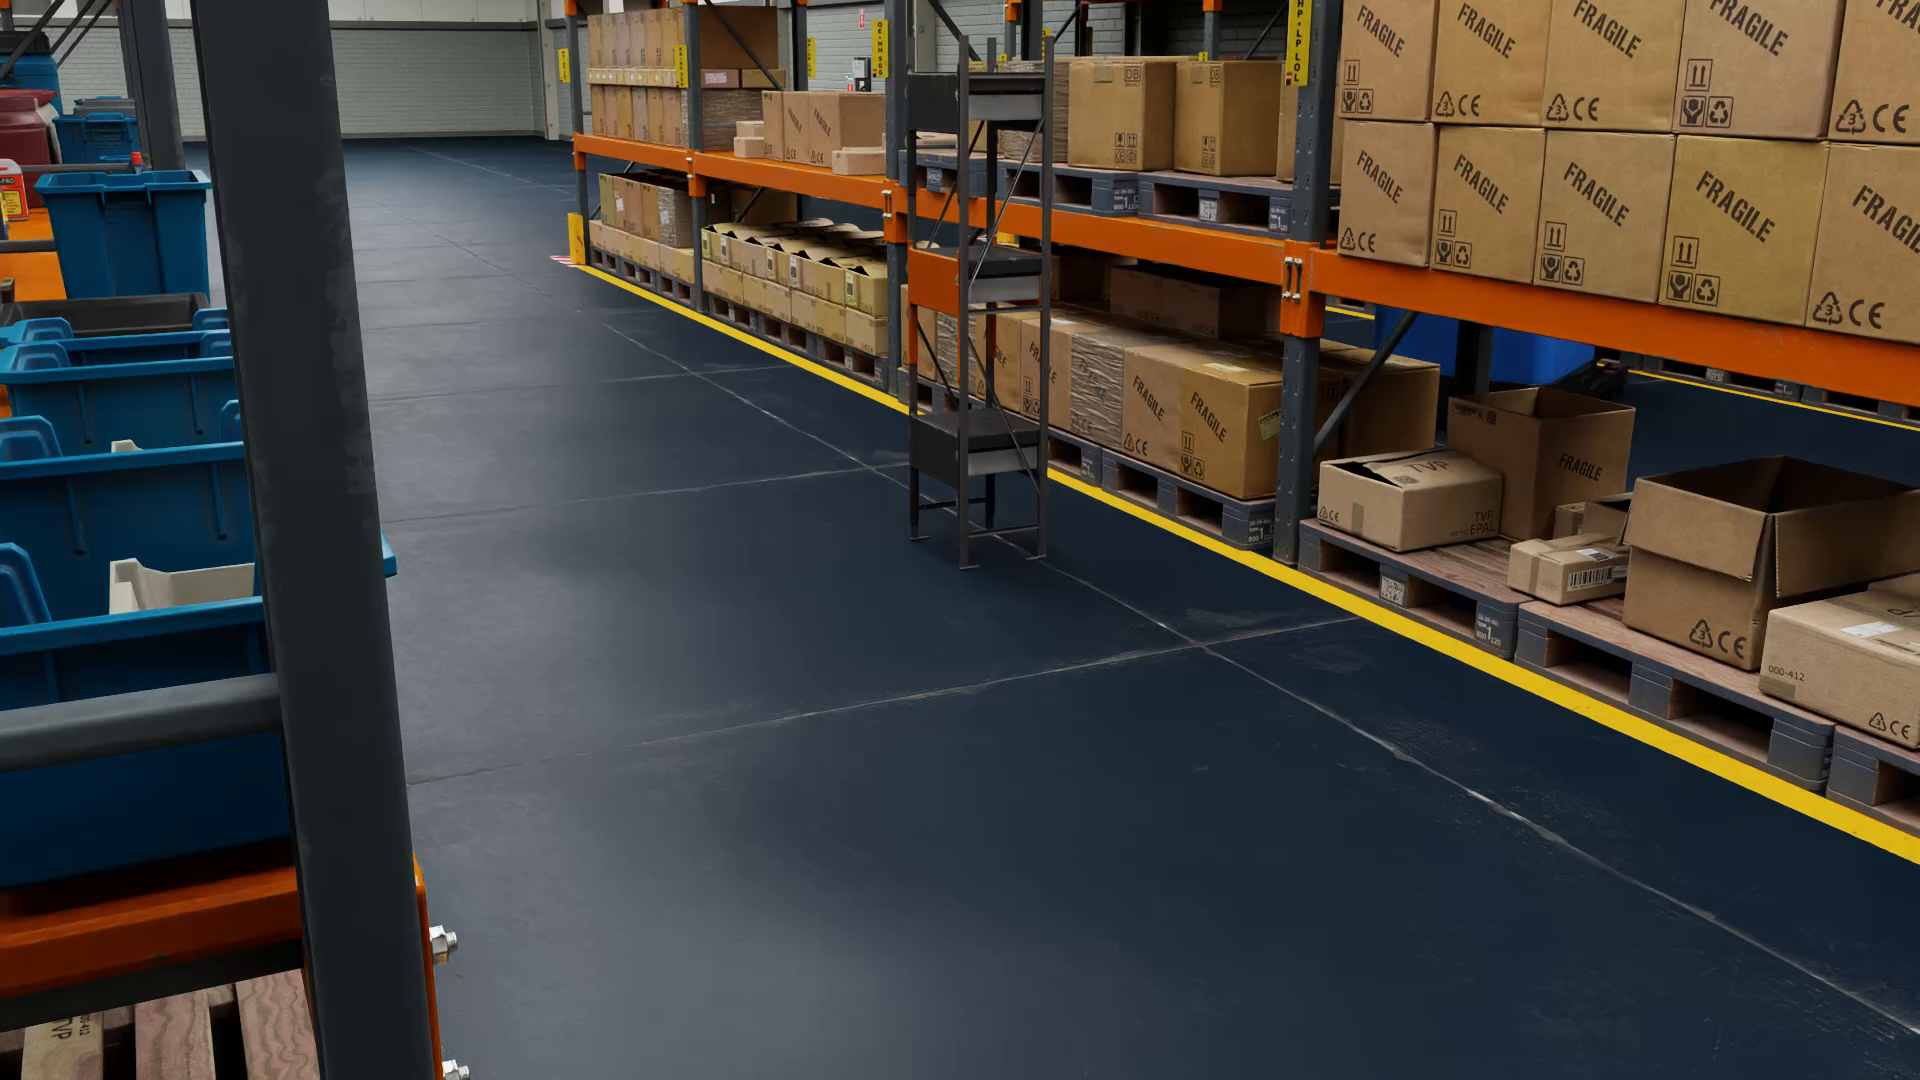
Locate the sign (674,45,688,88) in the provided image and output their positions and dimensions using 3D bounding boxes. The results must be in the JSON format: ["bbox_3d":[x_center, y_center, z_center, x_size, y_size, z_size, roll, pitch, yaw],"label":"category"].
[{"bbox_3d":[-2.222,-3.773,13.248,0.100,0.325,0.005,-8,18,-25],"label":"sign"}]

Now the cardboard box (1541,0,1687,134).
[{"bbox_3d":[2.186,-1.525,5.134,0.500,0.500,0.500,-8,18,-27],"label":"cardboard box"}]

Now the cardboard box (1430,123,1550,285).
[{"bbox_3d":[1.987,-1.165,5.691,0.500,0.500,0.500,-7,18,-24],"label":"cardboard box"}]

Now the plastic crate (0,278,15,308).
[{"bbox_3d":[-2.598,-0.575,4.184,0.396,0.136,0.243,-8,18,-25],"label":"plastic crate"}]

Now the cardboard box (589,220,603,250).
[{"bbox_3d":[-3.441,-3.099,16.834,0.500,0.250,0.500,-8,18,-25],"label":"cardboard box"}]

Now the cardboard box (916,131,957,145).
[{"bbox_3d":[-0.091,-2.447,10.502,0.500,0.311,0.500,-6,17,-21],"label":"cardboard box"}]

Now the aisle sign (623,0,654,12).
[{"bbox_3d":[-3.241,-5.680,16.892,0.394,0.787,0.004,-8,18,-25],"label":"aisle sign"}]

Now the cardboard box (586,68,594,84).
[{"bbox_3d":[-3.498,-4.615,16.537,0.380,0.149,0.250,-8,18,-25],"label":"cardboard box"}]

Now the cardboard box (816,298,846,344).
[{"bbox_3d":[-0.650,-1.503,11.275,0.500,0.250,0.500,-8,18,-26],"label":"cardboard box"}]

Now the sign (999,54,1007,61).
[{"bbox_3d":[0.488,-5.328,18.811,0.100,0.325,0.005,-8,18,-25],"label":"sign"}]

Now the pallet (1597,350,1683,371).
[{"bbox_3d":[4.758,-1.449,11.918,1.003,0.211,1.213,-8,18,-25],"label":"pallet"}]

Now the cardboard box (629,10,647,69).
[{"bbox_3d":[-2.583,-4.541,15.103,0.700,0.500,0.500,-8,18,-25],"label":"cardboard box"}]

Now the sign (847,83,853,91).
[{"bbox_3d":[-1.767,-7.181,26.770,0.001,0.329,0.234,-8,18,-25],"label":"sign"}]

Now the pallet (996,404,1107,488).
[{"bbox_3d":[0.852,-0.563,8.828,1.003,0.211,1.213,-8,18,-25],"label":"pallet"}]

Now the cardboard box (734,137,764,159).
[{"bbox_3d":[-1.519,-3.021,12.797,0.380,0.149,0.250,-8,18,-25],"label":"cardboard box"}]

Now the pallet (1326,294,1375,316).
[{"bbox_3d":[3.609,-2.150,14.360,1.003,0.211,1.213,-8,18,-25],"label":"pallet"}]

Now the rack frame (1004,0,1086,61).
[{"bbox_3d":[0.975,-4.978,19.159,1.000,3.000,0.127,-8,18,-25],"label":"rack frame"}]

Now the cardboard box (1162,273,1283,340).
[{"bbox_3d":[1.350,-1.171,8.267,0.500,0.250,0.500,-8,18,-25],"label":"cardboard box"}]

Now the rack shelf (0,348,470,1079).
[{"bbox_3d":[-1.797,0.036,2.990,1.077,0.370,4.000,-8,18,-25],"label":"rack shelf"}]

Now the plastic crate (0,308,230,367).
[{"bbox_3d":[-1.441,-0.264,2.926,0.416,0.233,0.300,-8,18,-25],"label":"plastic crate"}]

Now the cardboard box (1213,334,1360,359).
[{"bbox_3d":[1.545,-0.693,7.962,0.500,0.500,0.500,-7,18,-24],"label":"cardboard box"}]

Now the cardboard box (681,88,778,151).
[{"bbox_3d":[-1.924,-3.544,13.981,0.700,0.500,0.500,-8,18,-26],"label":"cardboard box"}]

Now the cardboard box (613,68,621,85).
[{"bbox_3d":[-3.044,-4.359,15.646,0.380,0.149,0.250,-8,18,-27],"label":"cardboard box"}]

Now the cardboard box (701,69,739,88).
[{"bbox_3d":[-2.035,-3.788,13.655,0.380,0.149,0.250,-8,18,-25],"label":"cardboard box"}]

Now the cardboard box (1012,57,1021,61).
[{"bbox_3d":[0.914,-5.121,18.535,0.500,0.500,0.500,-8,18,-25],"label":"cardboard box"}]

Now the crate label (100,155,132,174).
[{"bbox_3d":[-4.273,-1.866,8.620,0.303,0.233,0.416,-8,18,-25],"label":"crate label"}]

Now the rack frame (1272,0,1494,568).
[{"bbox_3d":[1.781,-1.403,6.701,1.000,3.000,0.127,-8,18,-25],"label":"rack frame"}]

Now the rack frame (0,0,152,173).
[{"bbox_3d":[-4.426,-1.797,8.075,1.000,3.000,0.127,-8,18,-25],"label":"rack frame"}]

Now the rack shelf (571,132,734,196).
[{"bbox_3d":[-2.600,-3.537,15.441,1.077,0.370,4.000,-8,18,-25],"label":"rack shelf"}]

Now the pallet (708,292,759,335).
[{"bbox_3d":[-1.366,-1.868,13.378,1.003,0.211,1.213,-8,18,-25],"label":"pallet"}]

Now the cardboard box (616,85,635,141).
[{"bbox_3d":[-2.836,-4.056,15.764,0.700,0.500,0.500,-8,18,-25],"label":"cardboard box"}]

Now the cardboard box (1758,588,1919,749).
[{"bbox_3d":[2.685,0.355,4.763,0.500,0.250,0.500,-8,18,-25],"label":"cardboard box"}]

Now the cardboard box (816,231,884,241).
[{"bbox_3d":[-0.838,-2.218,12.749,0.500,0.311,0.500,-8,18,-25],"label":"cardboard box"}]

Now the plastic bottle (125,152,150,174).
[{"bbox_3d":[-3.332,-1.397,6.769,0.144,0.351,0.185,-8,18,-25],"label":"plastic bottle"}]

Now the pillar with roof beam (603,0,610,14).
[{"bbox_3d":[-12.324,-13.223,37.016,9.100,9.000,0.400,-8,18,-25],"label":"pillar with roof beam"}]

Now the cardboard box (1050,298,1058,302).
[{"bbox_3d":[0.649,-1.201,9.732,0.500,0.500,0.500,-7,17,-23],"label":"cardboard box"}]

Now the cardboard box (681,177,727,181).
[{"bbox_3d":[-2.304,-3.152,15.659,0.500,0.500,0.500,-8,18,-25],"label":"cardboard box"}]

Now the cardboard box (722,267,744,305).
[{"bbox_3d":[-1.547,-2.010,13.040,0.500,0.250,0.500,-7,18,-24],"label":"cardboard box"}]

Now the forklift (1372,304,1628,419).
[{"bbox_3d":[3.586,-2.371,10.199,1.130,2.935,3.031,10,19,32],"label":"forklift"}]

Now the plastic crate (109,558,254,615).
[{"bbox_3d":[-0.799,0.094,1.855,0.250,0.136,0.298,-8,18,-25],"label":"plastic crate"}]

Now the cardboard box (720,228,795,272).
[{"bbox_3d":[-1.552,-2.279,12.961,0.500,0.311,0.500,-8,18,-26],"label":"cardboard box"}]

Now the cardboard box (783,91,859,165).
[{"bbox_3d":[-0.952,-2.987,12.042,0.500,0.500,0.500,-8,18,-25],"label":"cardboard box"}]

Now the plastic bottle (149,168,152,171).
[{"bbox_3d":[-3.364,-1.409,6.934,0.061,0.283,0.133,-8,18,-25],"label":"plastic bottle"}]

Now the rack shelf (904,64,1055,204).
[{"bbox_3d":[0.072,-1.628,6.629,0.431,0.518,0.480,-8,18,-25],"label":"rack shelf"}]

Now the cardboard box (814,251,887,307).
[{"bbox_3d":[-0.656,-1.773,11.197,0.500,0.311,0.500,-8,18,-26],"label":"cardboard box"}]

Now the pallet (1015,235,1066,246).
[{"bbox_3d":[1.333,-3.413,18.761,1.003,0.211,1.213,-8,18,-25],"label":"pallet"}]

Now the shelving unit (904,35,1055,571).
[{"bbox_3d":[0.072,-0.968,6.818,0.431,2.100,0.503,-8,18,-25],"label":"shelving unit"}]

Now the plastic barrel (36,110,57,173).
[{"bbox_3d":[-5.068,-2.080,8.858,0.421,0.512,0.421,0,16,0],"label":"plastic barrel"}]

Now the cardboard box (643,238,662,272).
[{"bbox_3d":[-2.566,-2.603,15.106,0.500,0.250,0.500,-8,18,-25],"label":"cardboard box"}]

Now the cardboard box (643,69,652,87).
[{"bbox_3d":[-2.590,-4.103,14.753,0.380,0.149,0.250,-7,17,-23],"label":"cardboard box"}]

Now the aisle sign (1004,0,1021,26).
[{"bbox_3d":[0.674,-6.209,18.736,0.394,0.787,0.004,-8,18,-25],"label":"aisle sign"}]

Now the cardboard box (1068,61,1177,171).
[{"bbox_3d":[0.952,-2.083,8.130,0.700,0.500,0.500,-13,21,-39],"label":"cardboard box"}]

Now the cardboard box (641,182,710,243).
[{"bbox_3d":[-2.554,-2.965,15.008,0.500,0.500,0.500,-8,18,-25],"label":"cardboard box"}]

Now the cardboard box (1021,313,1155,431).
[{"bbox_3d":[0.654,-0.874,8.594,0.500,0.500,0.500,-8,18,-27],"label":"cardboard box"}]

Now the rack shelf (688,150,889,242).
[{"bbox_3d":[-0.847,-2.545,11.985,1.077,0.370,4.000,-8,18,-25],"label":"rack shelf"}]

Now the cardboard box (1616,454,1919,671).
[{"bbox_3d":[2.609,0.051,5.364,0.797,0.503,0.637,-8,18,-25],"label":"cardboard box"}]

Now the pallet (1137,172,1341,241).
[{"bbox_3d":[1.529,-1.522,7.464,1.003,0.211,1.213,-8,18,-25],"label":"pallet"}]

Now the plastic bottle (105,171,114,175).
[{"bbox_3d":[-3.413,-1.346,6.713,0.061,0.283,0.133,-8,18,-25],"label":"plastic bottle"}]

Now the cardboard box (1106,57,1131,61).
[{"bbox_3d":[1.808,-4.613,16.764,0.500,0.500,0.500,-8,18,-26],"label":"cardboard box"}]
